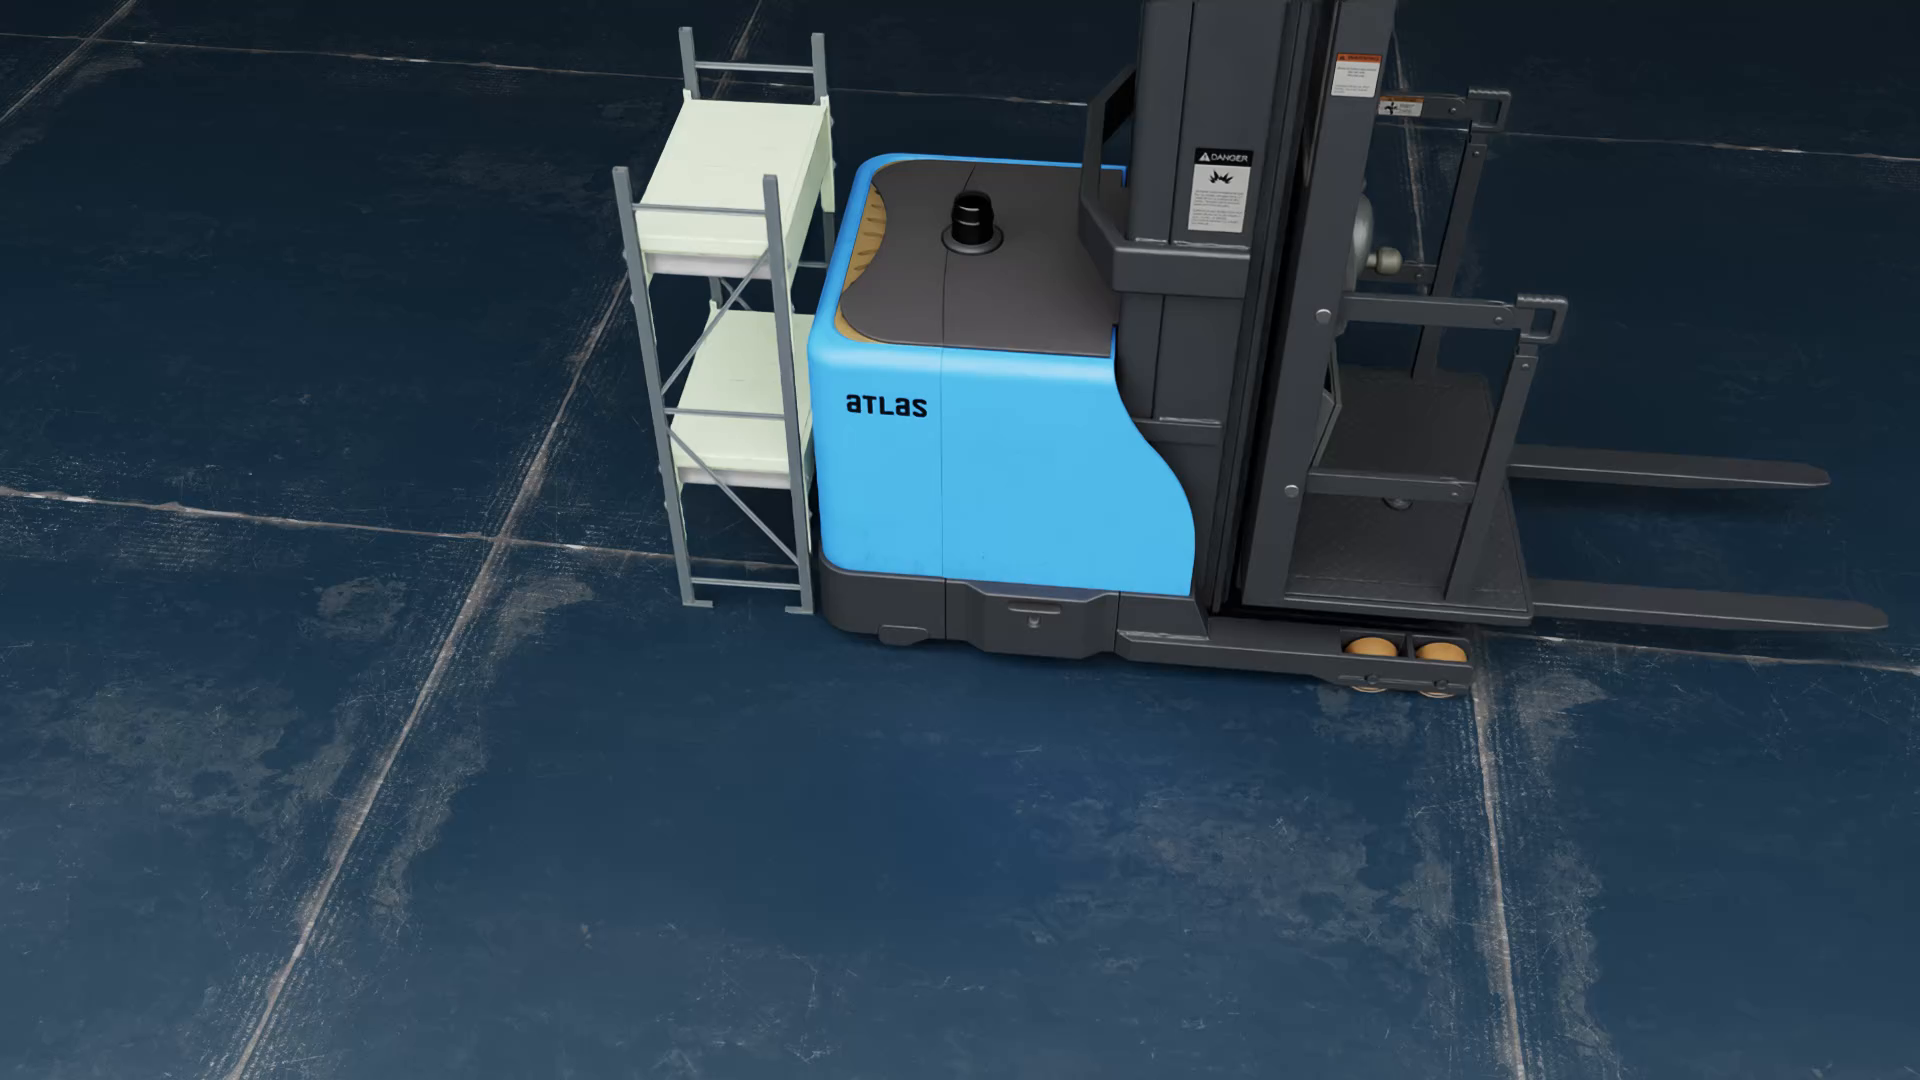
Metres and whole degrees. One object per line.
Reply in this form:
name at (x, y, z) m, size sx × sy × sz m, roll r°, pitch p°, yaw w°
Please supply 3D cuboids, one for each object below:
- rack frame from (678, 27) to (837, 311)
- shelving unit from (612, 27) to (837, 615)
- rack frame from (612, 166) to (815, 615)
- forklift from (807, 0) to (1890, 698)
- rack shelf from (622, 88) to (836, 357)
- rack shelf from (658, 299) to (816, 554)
rack frame at (-0.569, -0.840, 5.047) m, size 0.400 × 1.500 × 0.023 m, roll 4°, pitch 44°, yaw 4°
shelving unit at (-0.604, -0.590, 4.782) m, size 0.431 × 1.500 × 0.755 m, roll 4°, pitch 44°, yaw 4°
rack frame at (-0.639, -0.339, 4.518) m, size 0.400 × 1.500 × 0.023 m, roll 4°, pitch 44°, yaw 4°
forklift at (1.143, -0.998, 4.173) m, size 3.031 × 2.935 × 1.130 m, roll 4°, pitch 44°, yaw 4°
rack shelf at (-0.604, -0.873, 4.514) m, size 0.431 × 0.370 × 0.720 m, roll 4°, pitch 44°, yaw 4°
rack shelf at (-0.604, -0.353, 5.006) m, size 0.431 × 0.370 × 0.720 m, roll 4°, pitch 44°, yaw 4°
